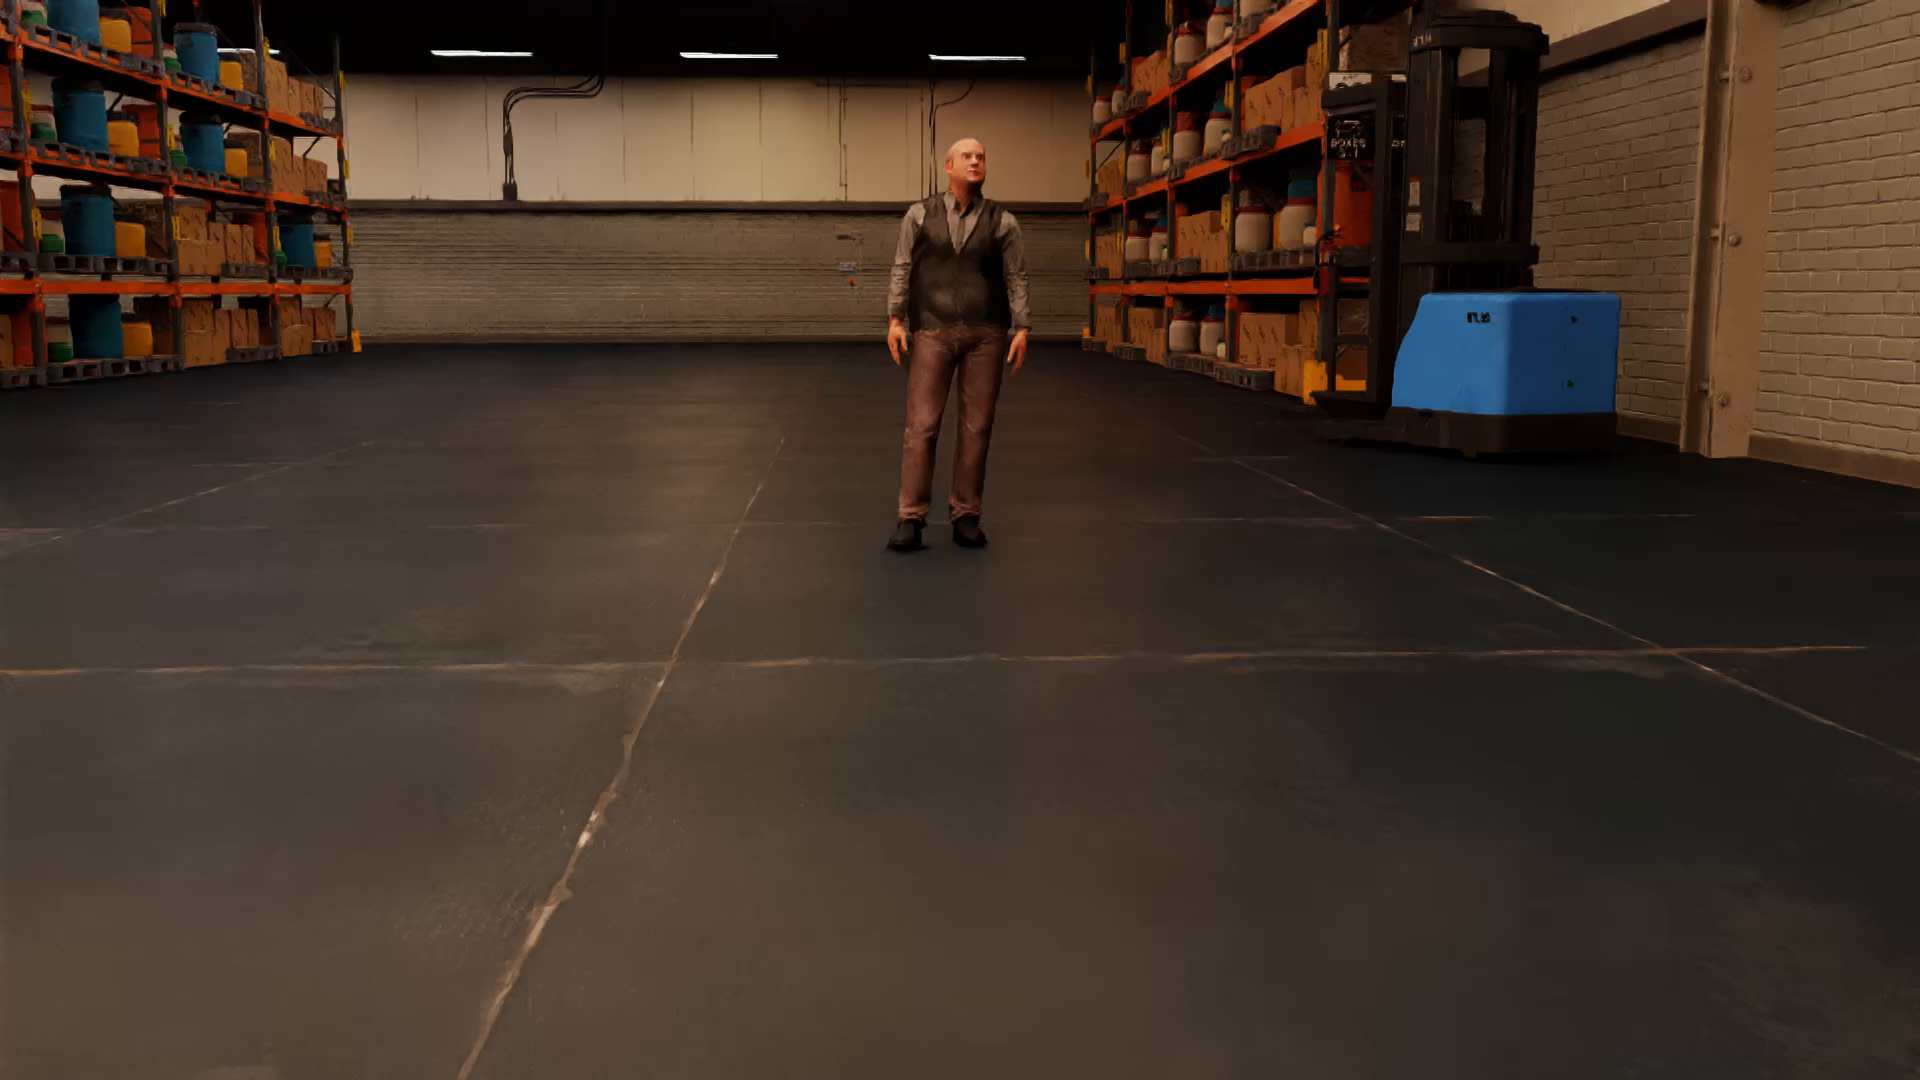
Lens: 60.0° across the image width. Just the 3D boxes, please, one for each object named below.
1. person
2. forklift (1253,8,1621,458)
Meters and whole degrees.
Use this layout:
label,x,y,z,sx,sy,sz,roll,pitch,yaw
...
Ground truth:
label,x,y,z,sx,sy,sz,roll,pitch,yaw
person,-0.004,-0.849,7.120,0.632,1.720,0.567,-1,8,-4
forklift,3.243,-2.152,11.827,1.130,2.935,3.031,-4,9,-23
